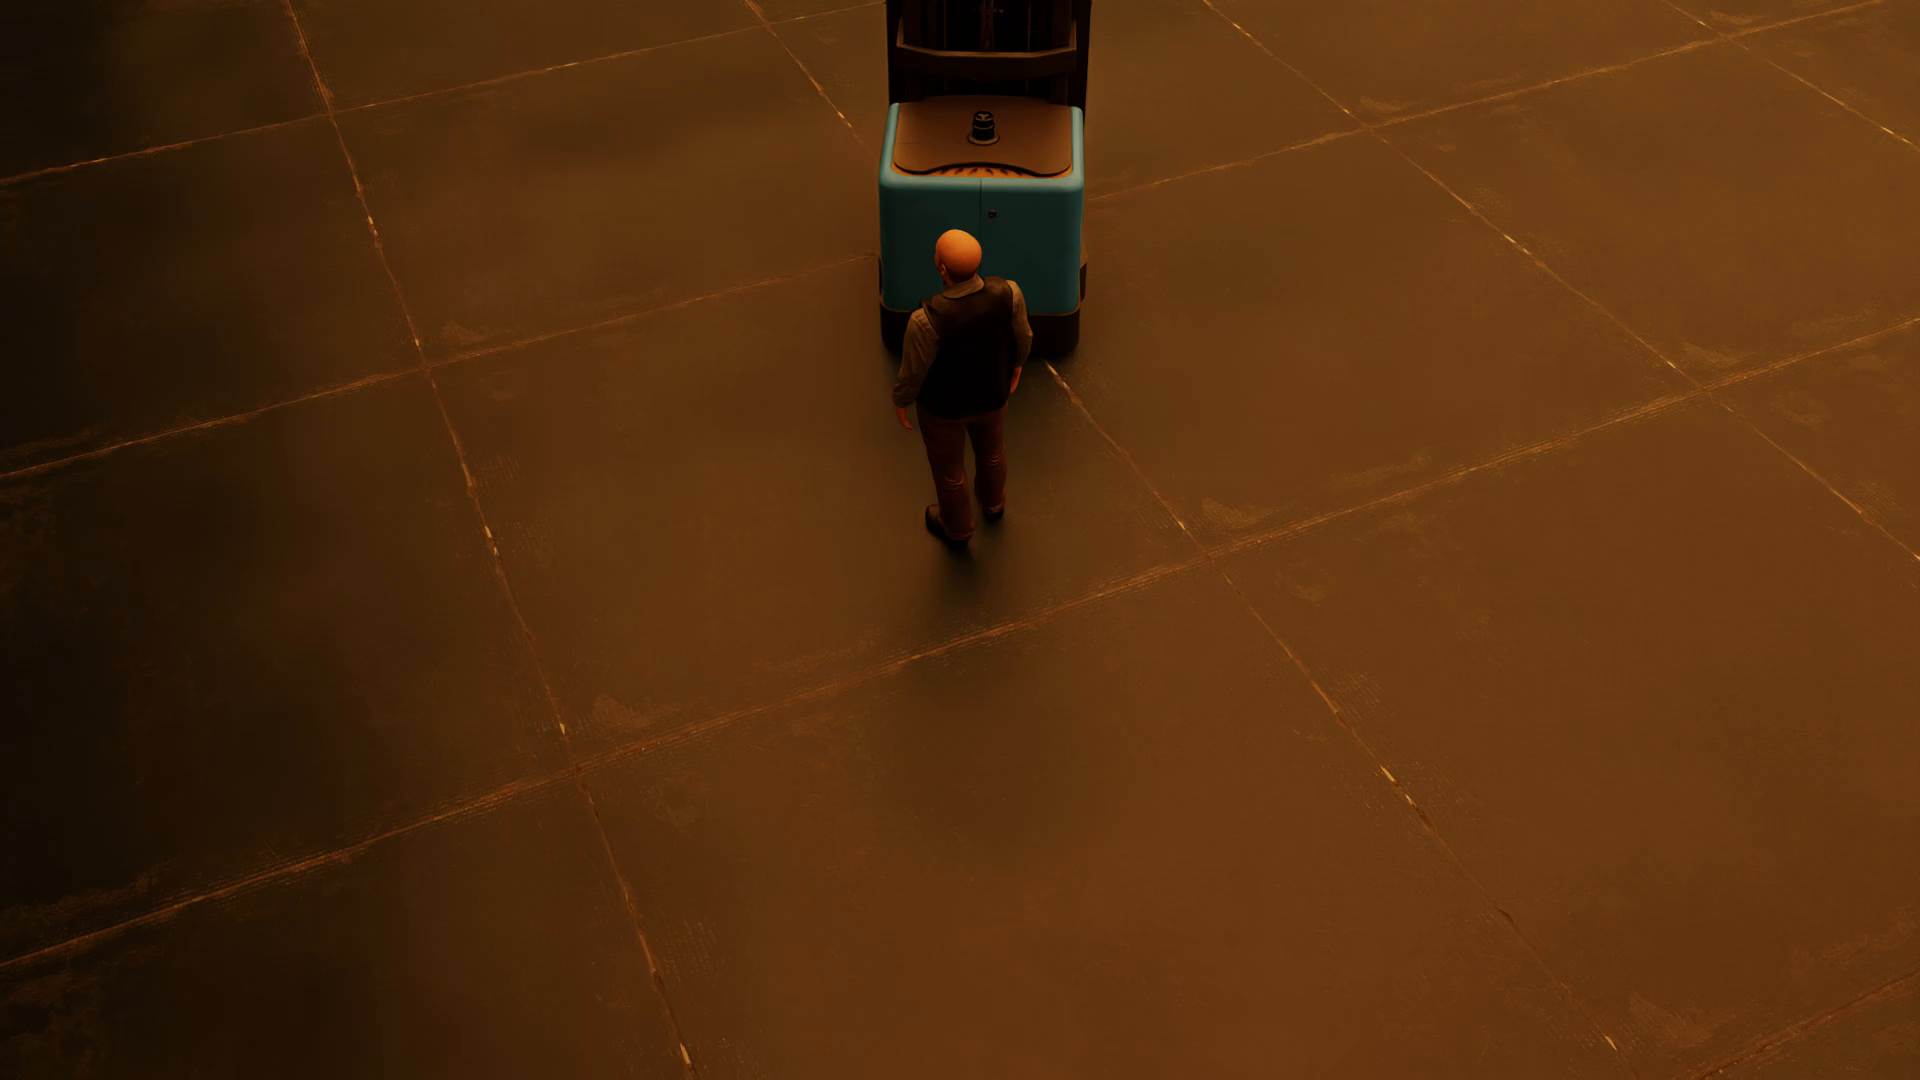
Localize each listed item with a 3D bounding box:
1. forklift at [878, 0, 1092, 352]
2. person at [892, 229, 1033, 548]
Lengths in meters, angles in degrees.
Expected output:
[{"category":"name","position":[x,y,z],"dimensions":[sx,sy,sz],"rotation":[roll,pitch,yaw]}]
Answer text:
[{"category":"forklift","position":[0.161,-3.053,8.951],"dimensions":[1.130,2.935,3.031],"rotation":[2,43,2]},{"category":"person","position":[-0.018,-0.675,7.280],"dimensions":[0.632,1.720,0.568],"rotation":[-18,46,-18]}]
